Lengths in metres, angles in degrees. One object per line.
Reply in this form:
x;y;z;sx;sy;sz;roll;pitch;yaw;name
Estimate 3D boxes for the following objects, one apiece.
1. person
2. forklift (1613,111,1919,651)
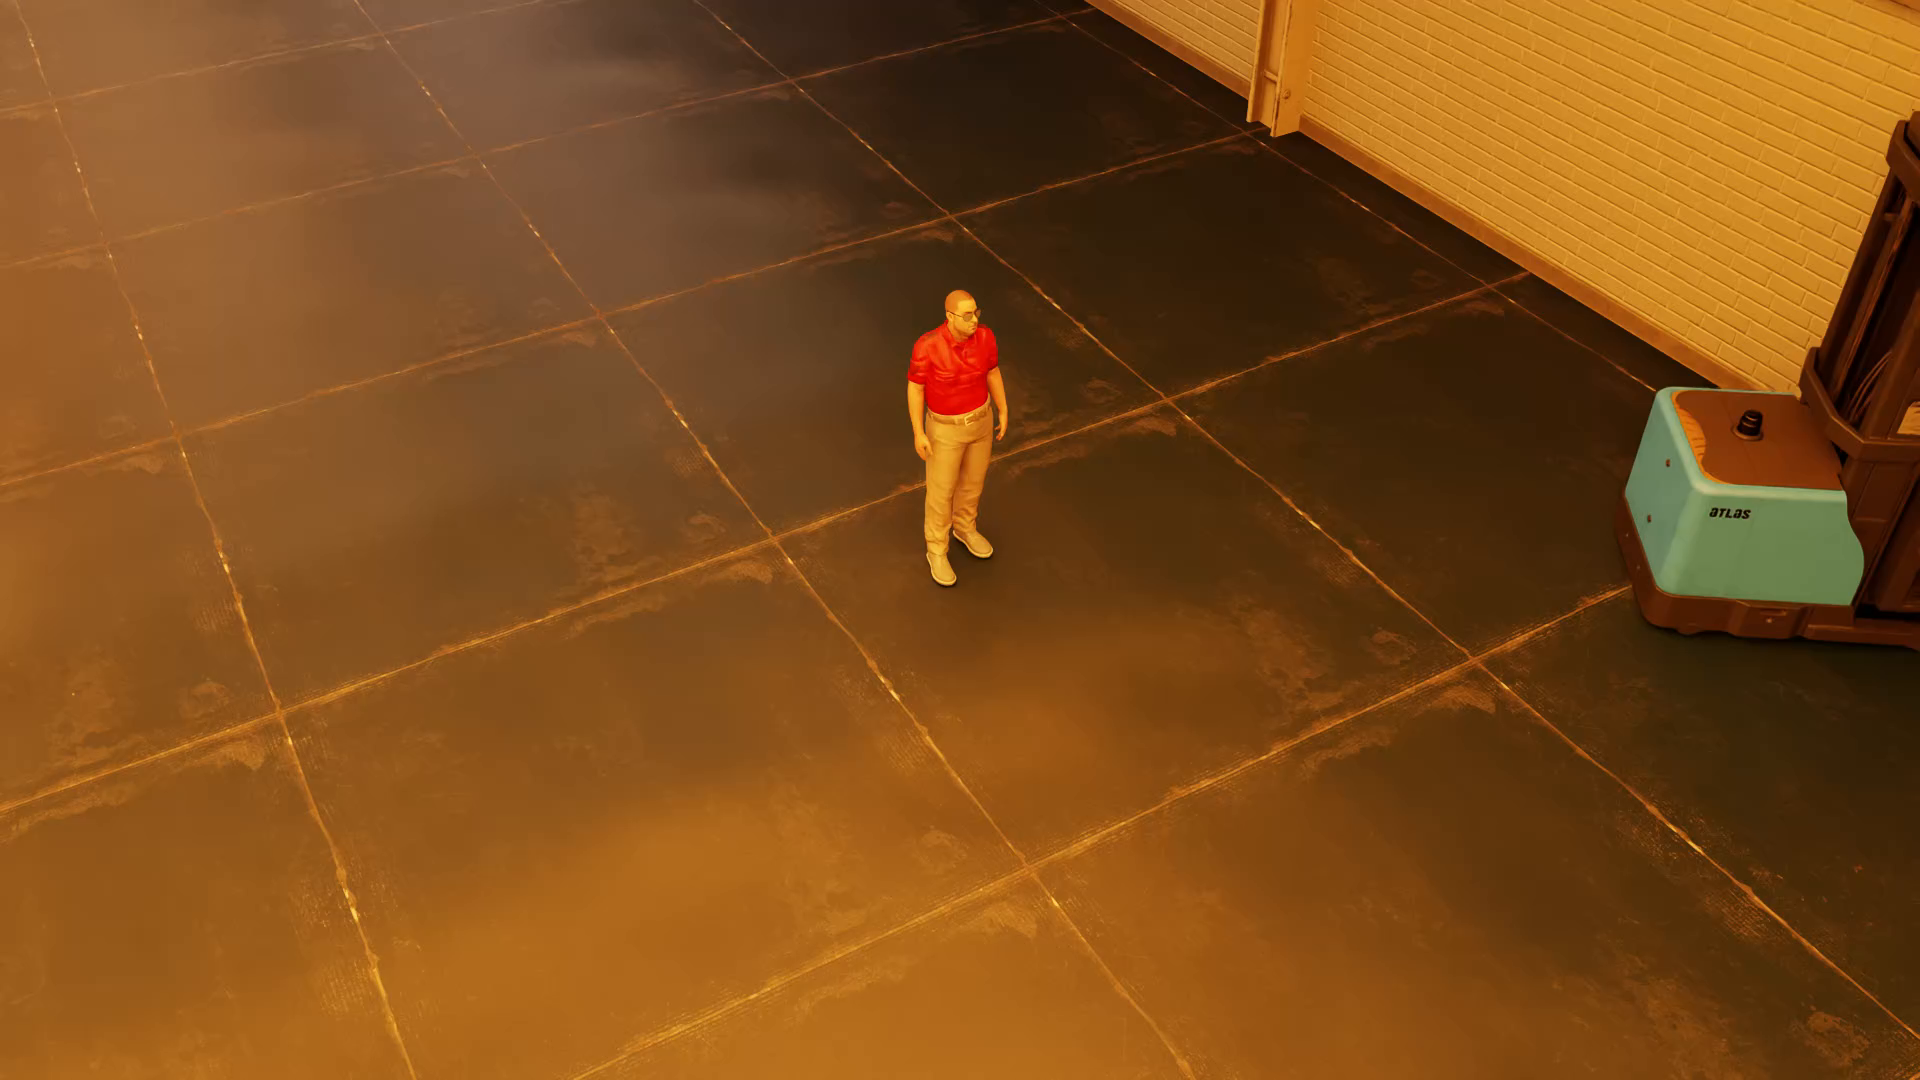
0.035;-0.618;9.710;0.641;1.728;0.550;-20;44;-23;person
5.528;-0.815;9.019;3.031;2.935;1.130;3;40;4;forklift
